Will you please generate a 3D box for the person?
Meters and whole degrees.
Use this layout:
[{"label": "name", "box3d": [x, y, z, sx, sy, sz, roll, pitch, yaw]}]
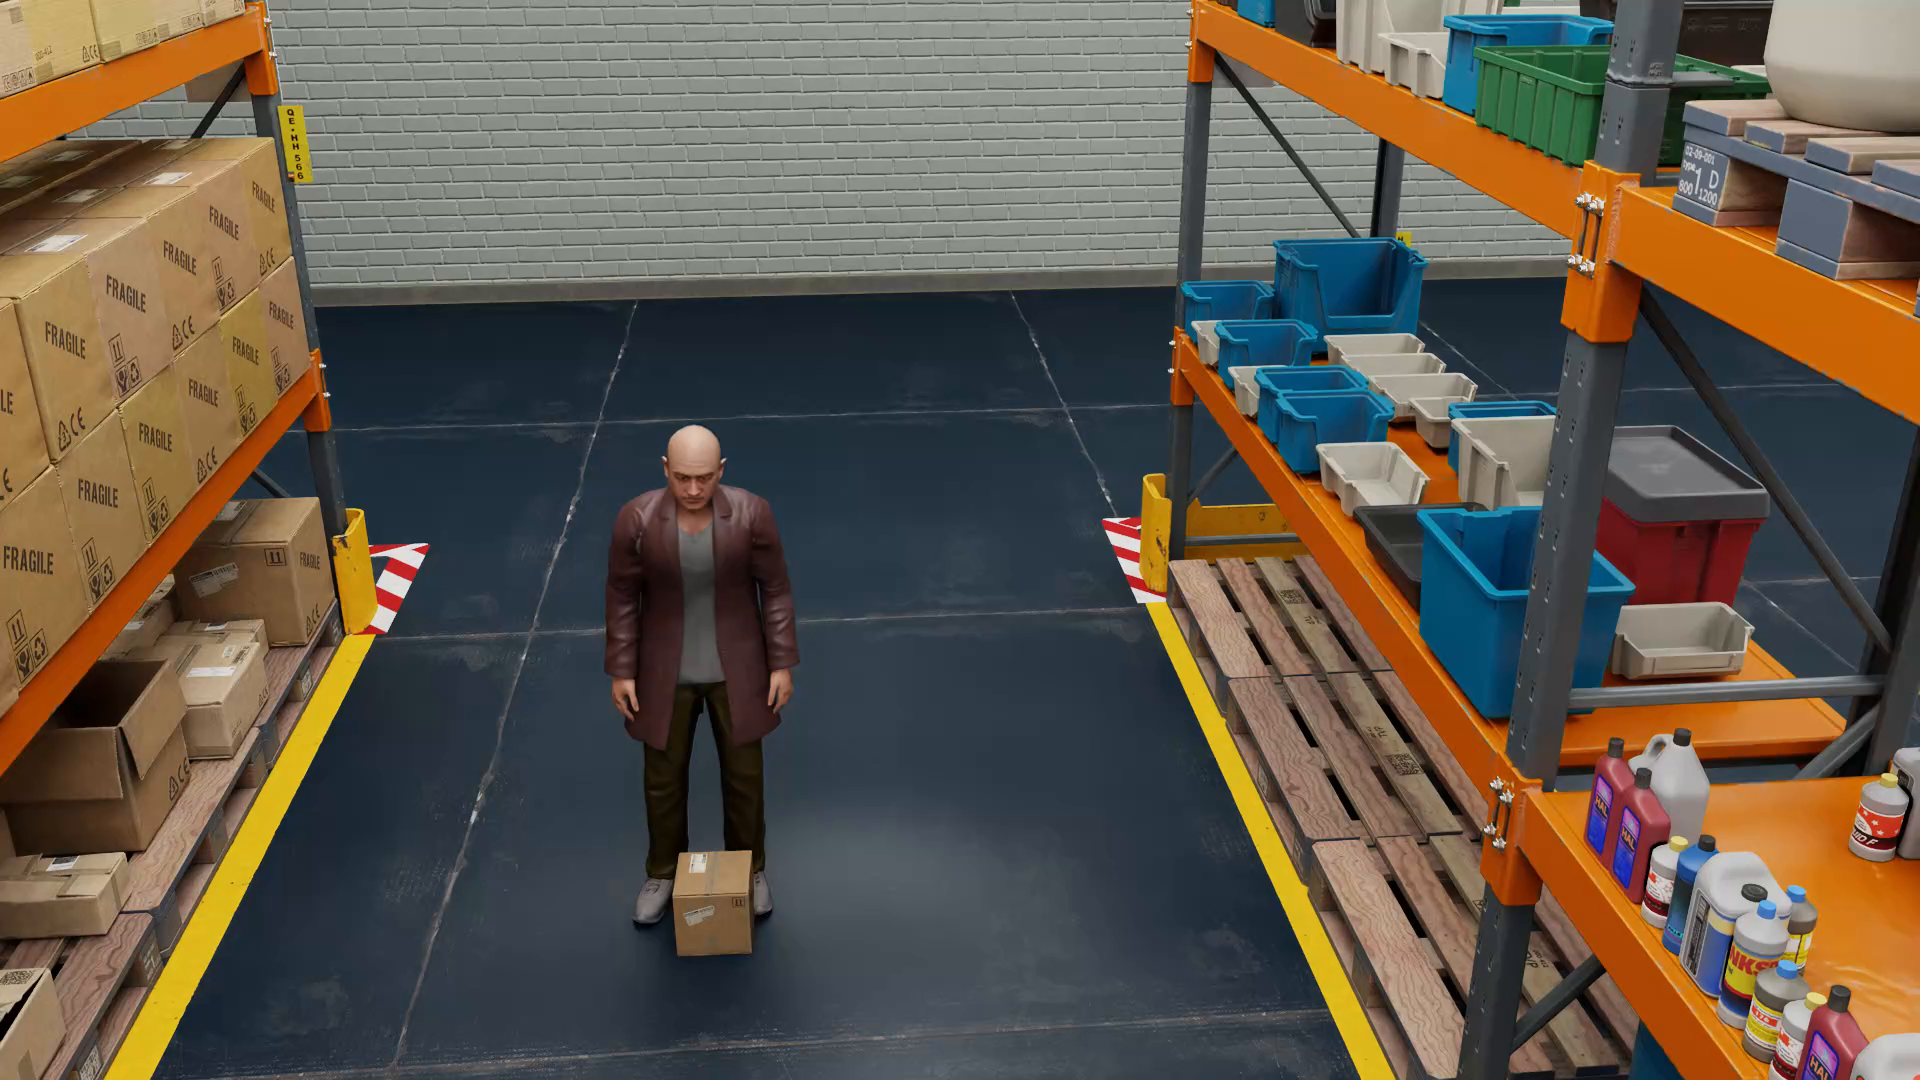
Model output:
[{"label": "person", "box3d": [-0.865, 0.442, 5.597, 0.652, 1.774, 0.417, -3, 24, -6]}]
